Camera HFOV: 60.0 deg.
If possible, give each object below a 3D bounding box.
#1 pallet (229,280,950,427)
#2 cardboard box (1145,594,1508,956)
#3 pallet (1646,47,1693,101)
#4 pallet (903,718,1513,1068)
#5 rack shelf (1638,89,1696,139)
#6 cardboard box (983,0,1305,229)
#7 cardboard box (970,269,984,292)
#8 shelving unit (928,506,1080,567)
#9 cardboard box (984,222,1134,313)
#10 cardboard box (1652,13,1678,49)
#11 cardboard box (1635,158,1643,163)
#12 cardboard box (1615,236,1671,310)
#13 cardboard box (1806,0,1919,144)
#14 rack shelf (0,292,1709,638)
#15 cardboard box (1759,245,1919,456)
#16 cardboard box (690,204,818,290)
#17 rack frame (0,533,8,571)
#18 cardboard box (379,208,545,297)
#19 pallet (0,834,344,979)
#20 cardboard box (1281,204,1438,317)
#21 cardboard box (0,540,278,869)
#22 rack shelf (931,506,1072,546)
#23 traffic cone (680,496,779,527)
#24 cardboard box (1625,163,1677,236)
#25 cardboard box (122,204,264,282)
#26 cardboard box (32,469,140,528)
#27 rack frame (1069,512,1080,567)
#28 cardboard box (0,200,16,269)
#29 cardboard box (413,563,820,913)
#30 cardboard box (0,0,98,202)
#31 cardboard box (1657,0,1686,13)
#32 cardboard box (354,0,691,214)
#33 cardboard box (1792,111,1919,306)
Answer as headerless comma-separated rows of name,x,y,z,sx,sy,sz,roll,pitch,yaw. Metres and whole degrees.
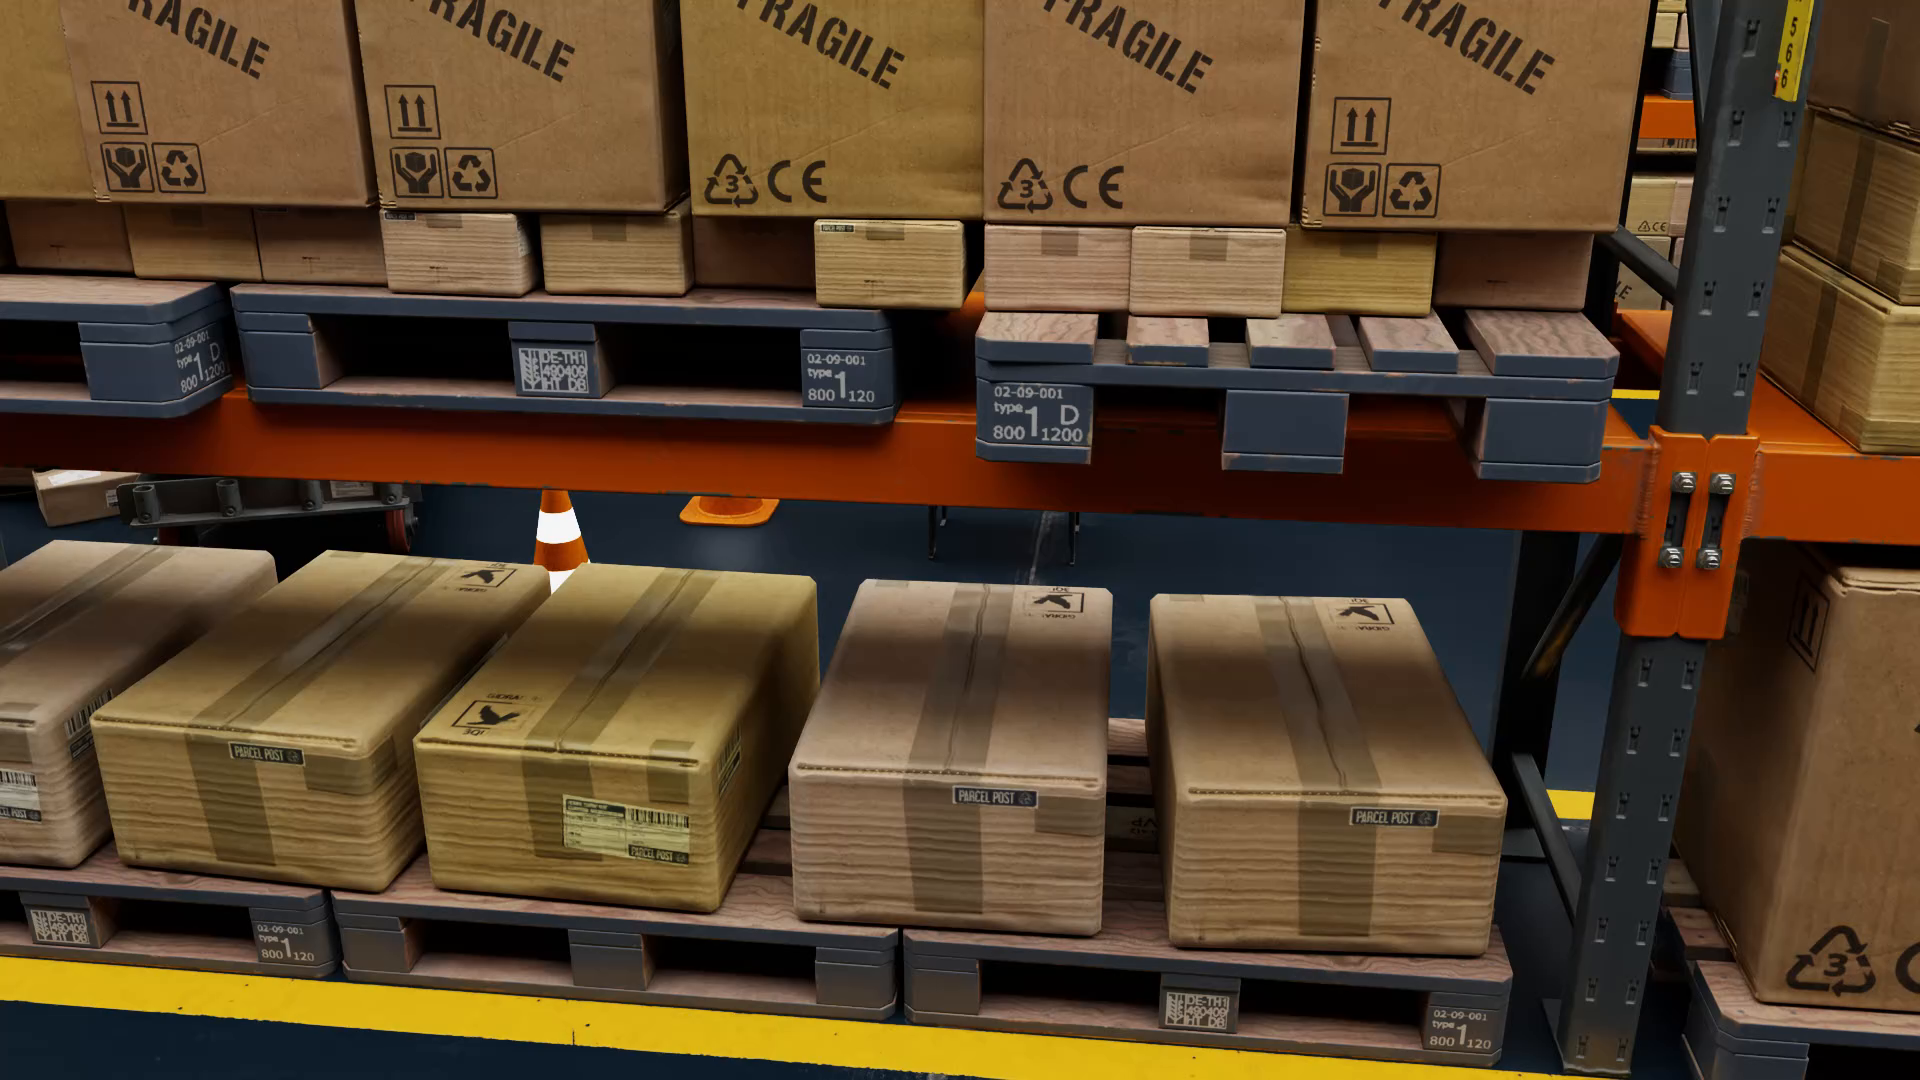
pallet,-0.660,-0.503,3.394,1.213,0.211,1.003,2,22,6
cardboard box,0.751,0.477,3.657,0.625,0.372,0.950,1,22,3
pallet,3.764,-2.174,7.619,1.213,0.211,1.003,2,22,6
pallet,0.535,0.740,3.780,1.213,0.211,1.003,2,22,6
rack shelf,3.779,-1.912,7.676,4.000,0.370,1.077,2,22,6
cardboard box,0.312,-0.839,2.869,0.500,0.500,0.500,2,22,5
cardboard box,0.331,-1.578,8.341,0.750,0.750,1.050,3,22,7
shelving unit,0.164,-0.969,5.536,0.503,2.100,0.431,2,22,6
cardboard box,0.179,-0.522,2.951,0.250,0.149,0.380,1,22,4
cardboard box,3.016,-2.285,7.409,0.250,0.149,0.380,3,22,9
cardboard box,3.006,-1.763,8.129,0.500,0.250,0.500,3,22,7
cardboard box,2.965,-1.222,7.780,0.500,0.500,0.500,3,22,7
cardboard box,1.772,-0.923,2.698,0.500,0.500,0.500,2,22,5
rack shelf,-0.675,-0.274,3.531,4.000,0.370,1.077,2,22,6
cardboard box,1.767,-0.339,2.922,0.500,0.250,0.500,2,22,5
cardboard box,-0.331,-0.586,3.112,0.250,0.149,0.380,3,22,7
rack frame,-2.661,-0.695,3.618,0.127,3.000,1.000,2,22,6
cardboard box,-0.858,-0.568,3.066,0.250,0.149,0.380,3,22,8
pallet,-1.888,0.635,4.047,1.213,0.211,1.003,2,22,6
cardboard box,0.683,-0.514,2.930,0.250,0.149,0.380,3,22,7
cardboard box,-2.140,0.354,3.969,0.625,0.372,0.950,3,22,7
rack shelf,0.164,-0.306,5.798,0.480,0.518,0.431,2,22,6
traffic cone,-0.859,-0.325,6.133,0.334,0.463,0.336,2,22,6
cardboard box,2.953,-1.575,7.653,0.500,0.250,0.500,2,22,6
cardboard box,-1.362,-0.609,3.172,0.250,0.149,0.380,3,22,7
cardboard box,-3.218,-0.242,6.192,0.396,0.266,0.258,-14,25,-31
rack frame,0.407,-0.959,5.509,0.015,2.100,0.400,2,22,6
cardboard box,-1.903,-0.620,3.199,0.250,0.149,0.380,3,22,7
cardboard box,-0.735,0.413,3.819,0.625,0.372,0.950,3,22,8
cardboard box,-1.732,-0.929,3.097,0.500,0.500,0.500,3,22,6
cardboard box,3.035,-2.424,7.357,0.250,0.149,0.380,3,22,7
cardboard box,-0.731,-0.884,2.984,0.500,0.500,0.500,2,22,4
cardboard box,1.785,-0.573,2.832,0.500,0.250,0.500,2,22,6
